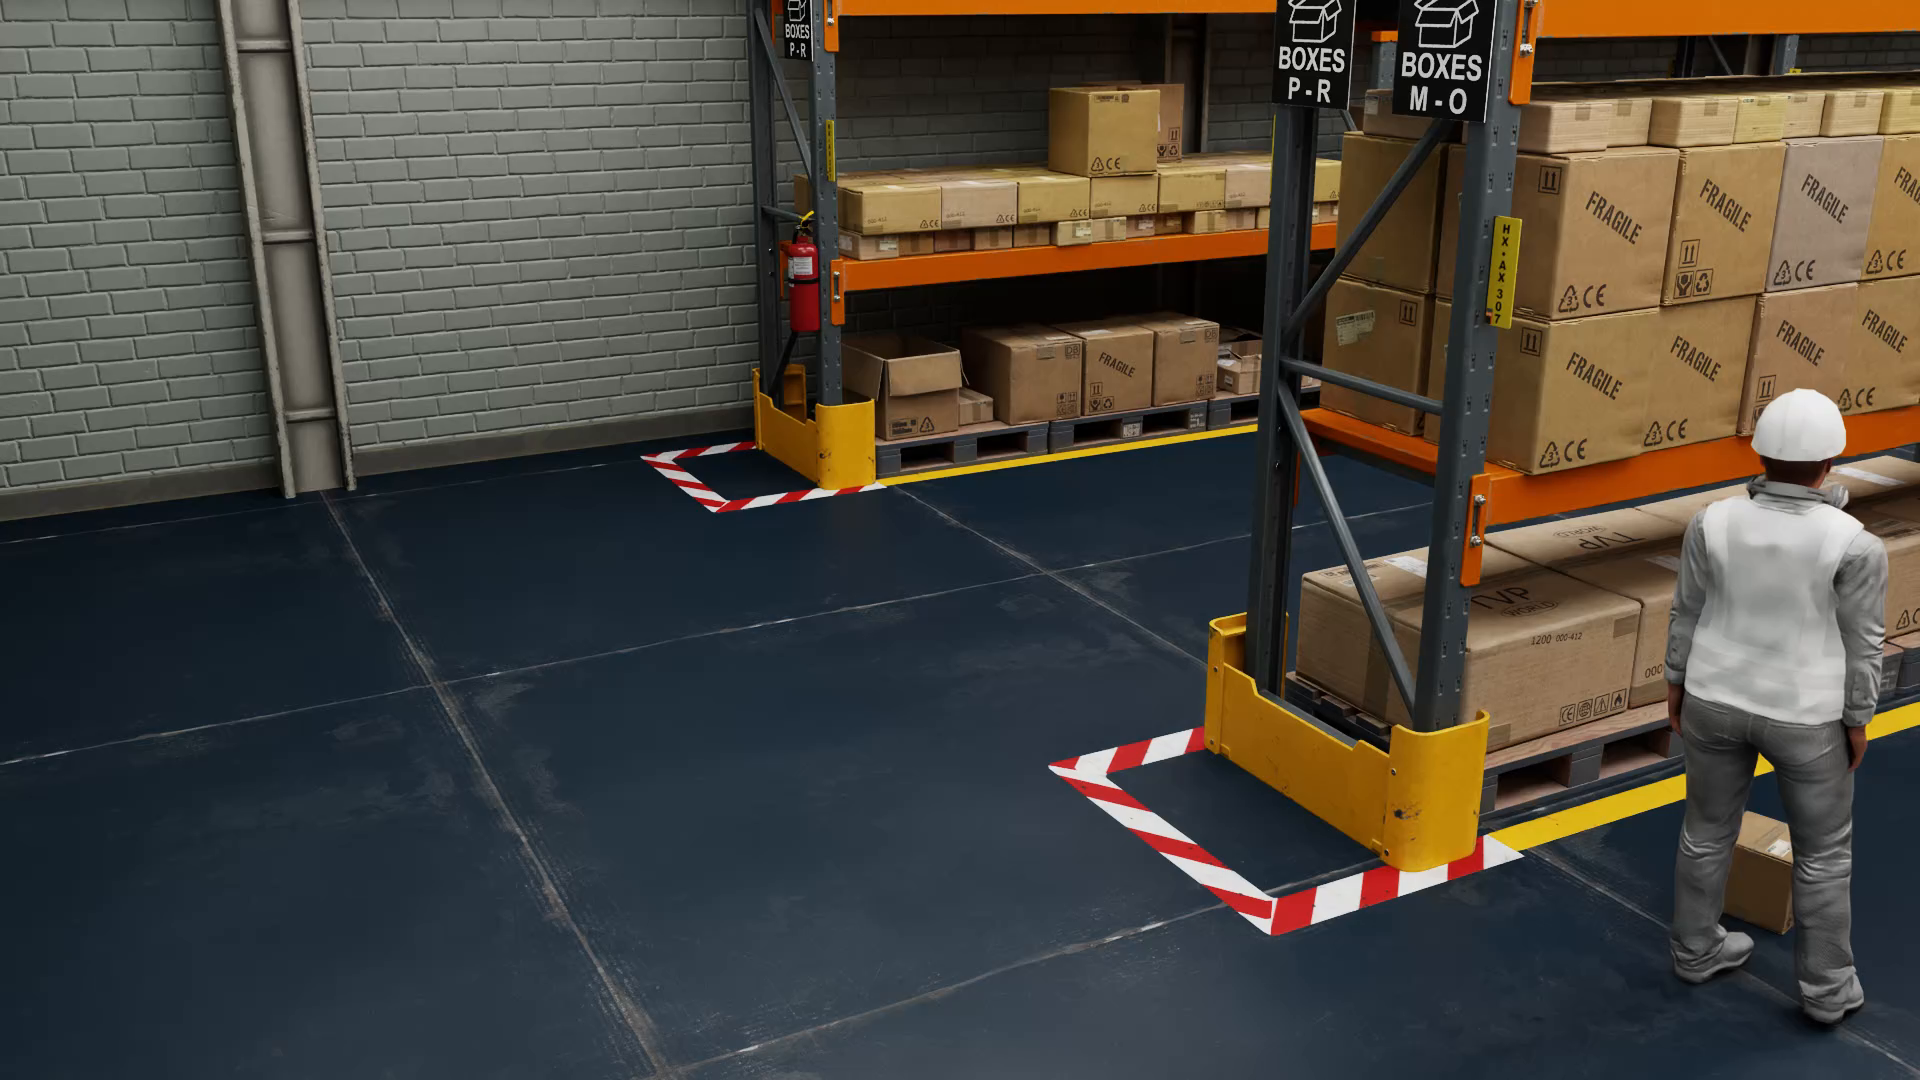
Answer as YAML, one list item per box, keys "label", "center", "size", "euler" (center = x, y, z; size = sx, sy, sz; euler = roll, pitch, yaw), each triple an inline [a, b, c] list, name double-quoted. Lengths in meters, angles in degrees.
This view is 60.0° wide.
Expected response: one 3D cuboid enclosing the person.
- label: "person"
  center: [2.284, 0.455, 4.616]
  size: [0.632, 1.780, 0.394]
  euler: [16, 24, 39]
